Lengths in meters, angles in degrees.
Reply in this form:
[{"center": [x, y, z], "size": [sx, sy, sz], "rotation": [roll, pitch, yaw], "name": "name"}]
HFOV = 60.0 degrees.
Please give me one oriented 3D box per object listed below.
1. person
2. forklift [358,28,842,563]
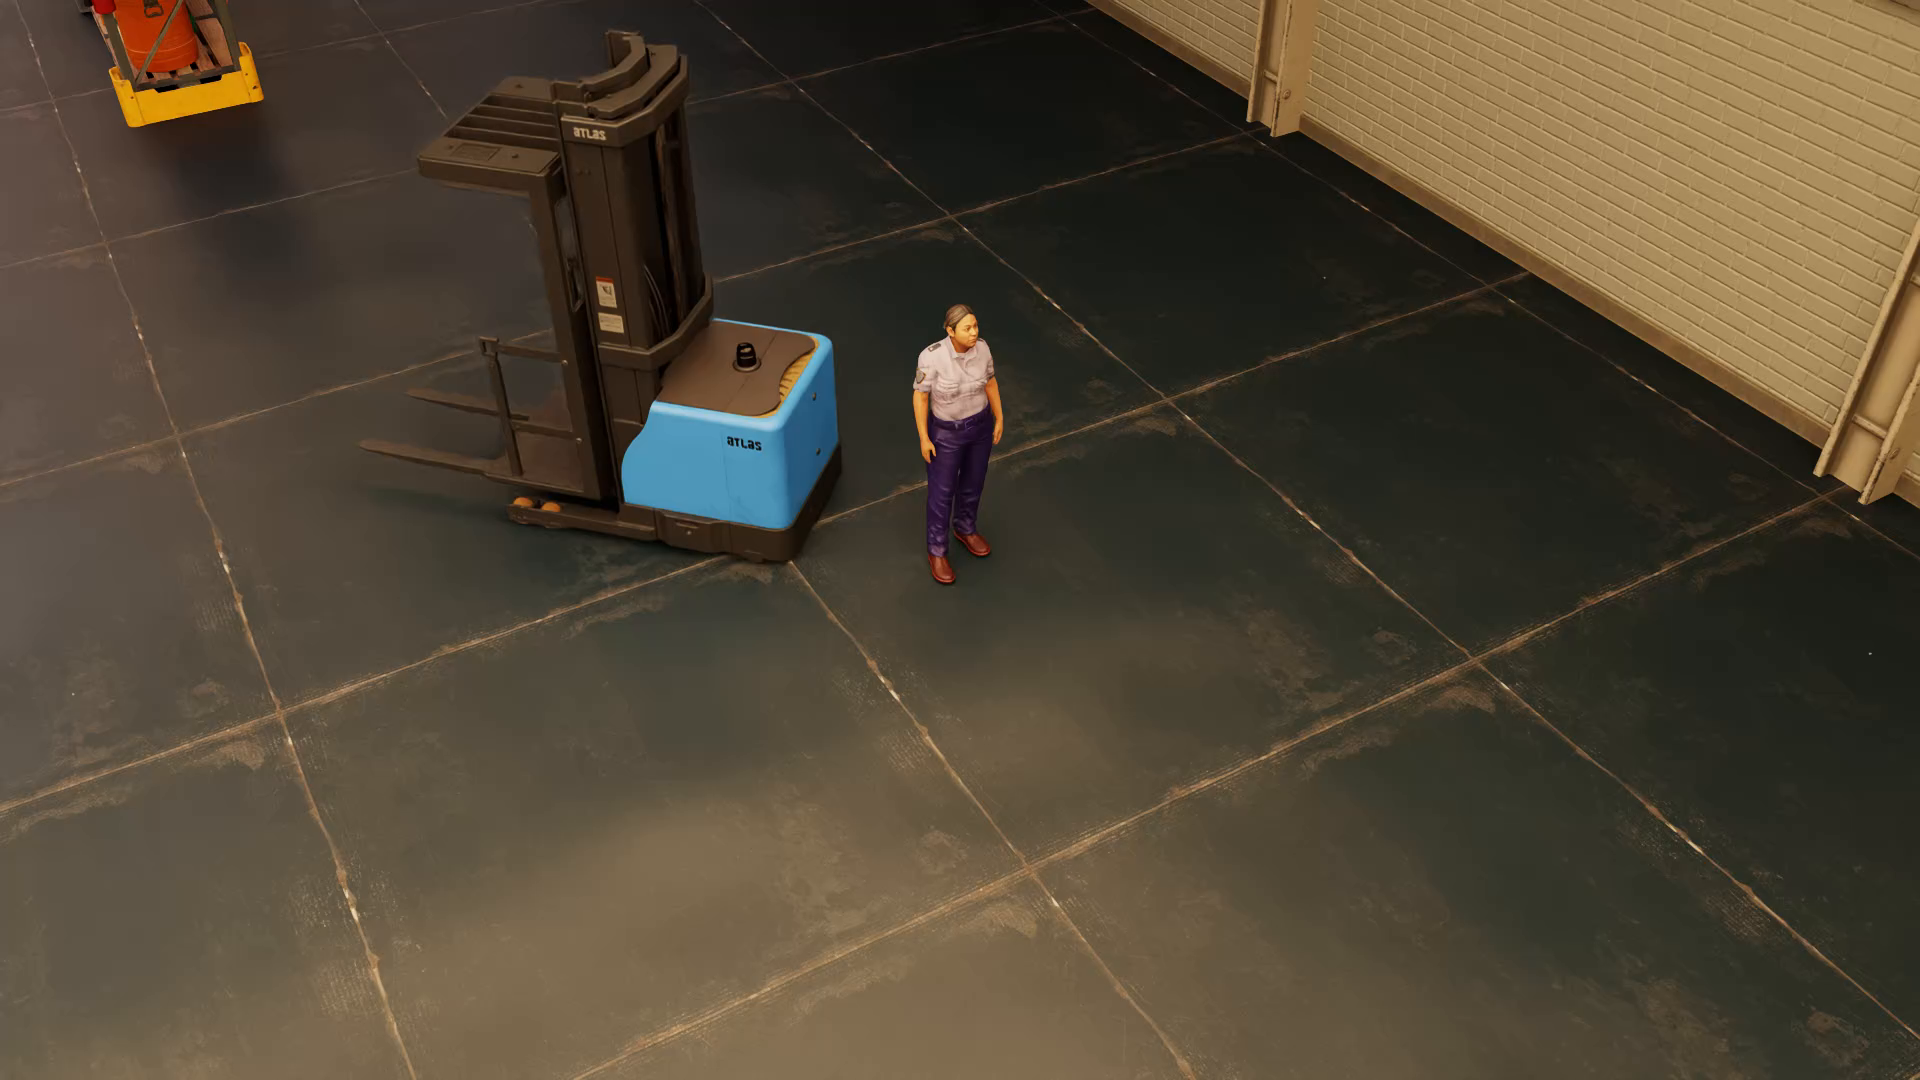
[{"center": [0.026, -0.582, 9.733], "size": [0.598, 1.651, 0.502], "rotation": [-20, 44, -23], "name": "person"}, {"center": [-2.338, -1.511, 9.857], "size": [3.031, 2.935, 1.130], "rotation": [10, 41, 12], "name": "forklift"}]
